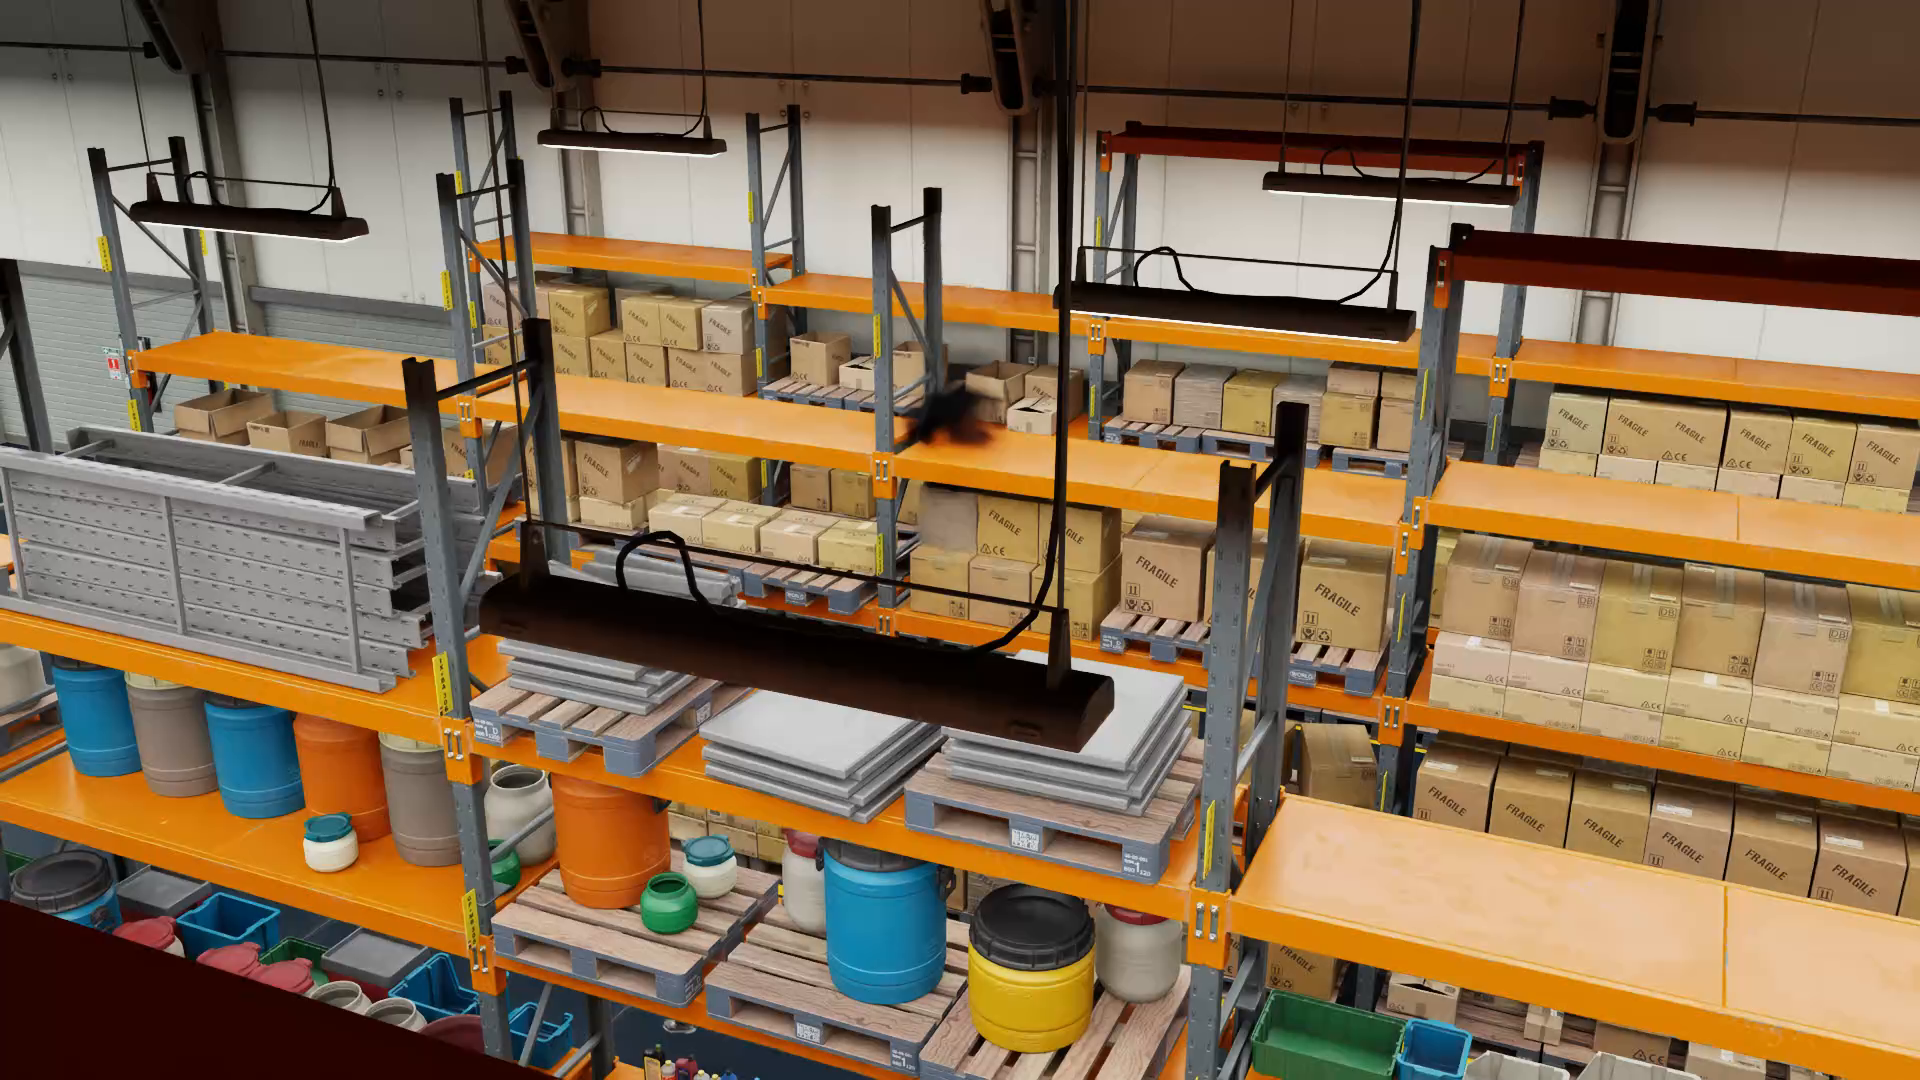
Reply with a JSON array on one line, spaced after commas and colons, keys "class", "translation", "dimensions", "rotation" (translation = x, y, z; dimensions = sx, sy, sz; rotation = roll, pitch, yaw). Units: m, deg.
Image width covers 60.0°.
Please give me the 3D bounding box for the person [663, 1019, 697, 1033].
[{"class": "person", "translation": [-2.154, 2.896, 11.963], "dimensions": [0.480, 1.559, 0.547], "rotation": [6, 21, 15]}]
